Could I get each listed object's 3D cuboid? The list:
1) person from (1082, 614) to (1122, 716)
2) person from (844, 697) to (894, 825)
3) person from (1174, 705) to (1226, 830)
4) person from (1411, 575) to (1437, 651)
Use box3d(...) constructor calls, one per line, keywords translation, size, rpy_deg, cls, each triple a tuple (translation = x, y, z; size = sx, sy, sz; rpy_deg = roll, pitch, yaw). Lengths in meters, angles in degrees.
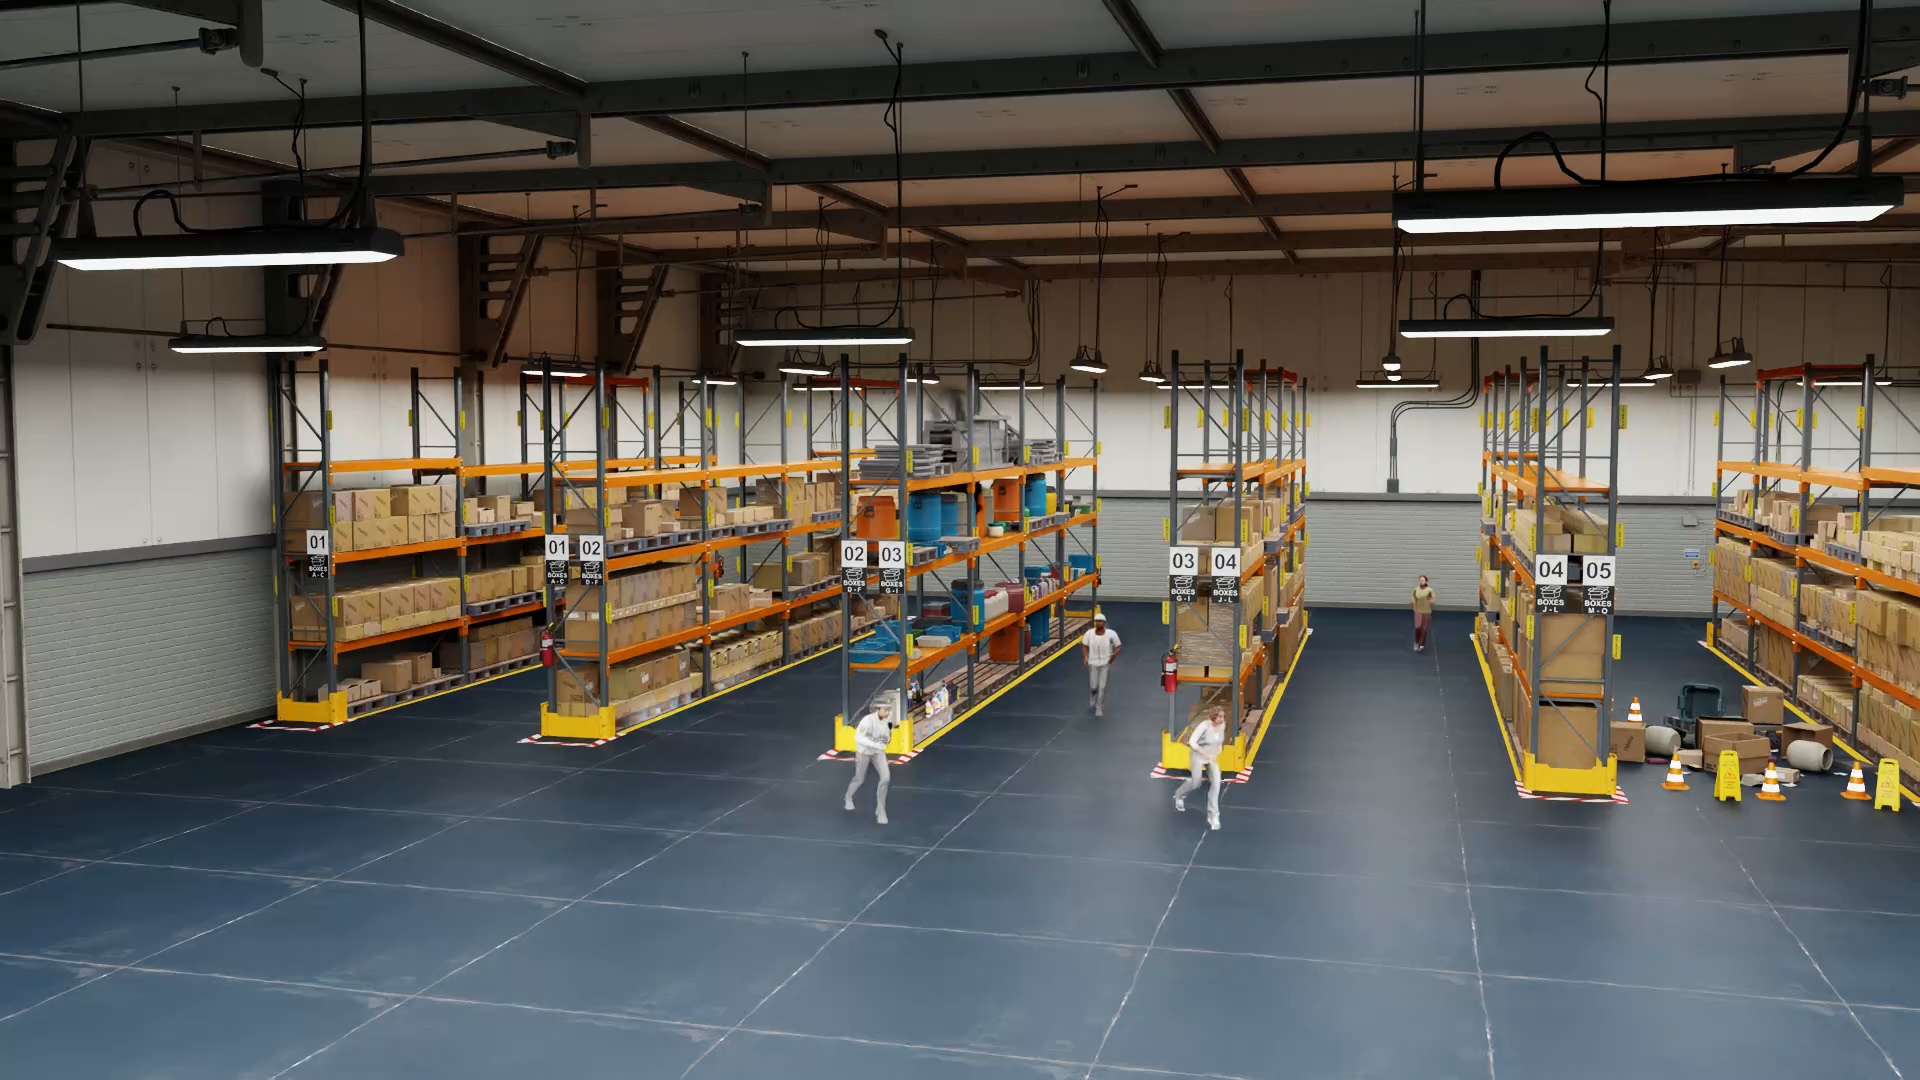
box3d(translation=(2.410, 2.110, 28.312), size=(0.690, 1.734, 0.631), rpy_deg=(1, 4, 13), cls="person")
box3d(translation=(-1.146, 2.737, 20.932), size=(0.657, 1.622, 0.958), rpy_deg=(-3, 5, -38), cls="person")
box3d(translation=(2.987, 2.773, 20.712), size=(0.576, 1.546, 0.920), rpy_deg=(-3, 5, -33), cls="person")
box3d(translation=(10.018, 1.591, 35.975), size=(0.554, 1.660, 0.632), rpy_deg=(2, 4, 22), cls="person")
